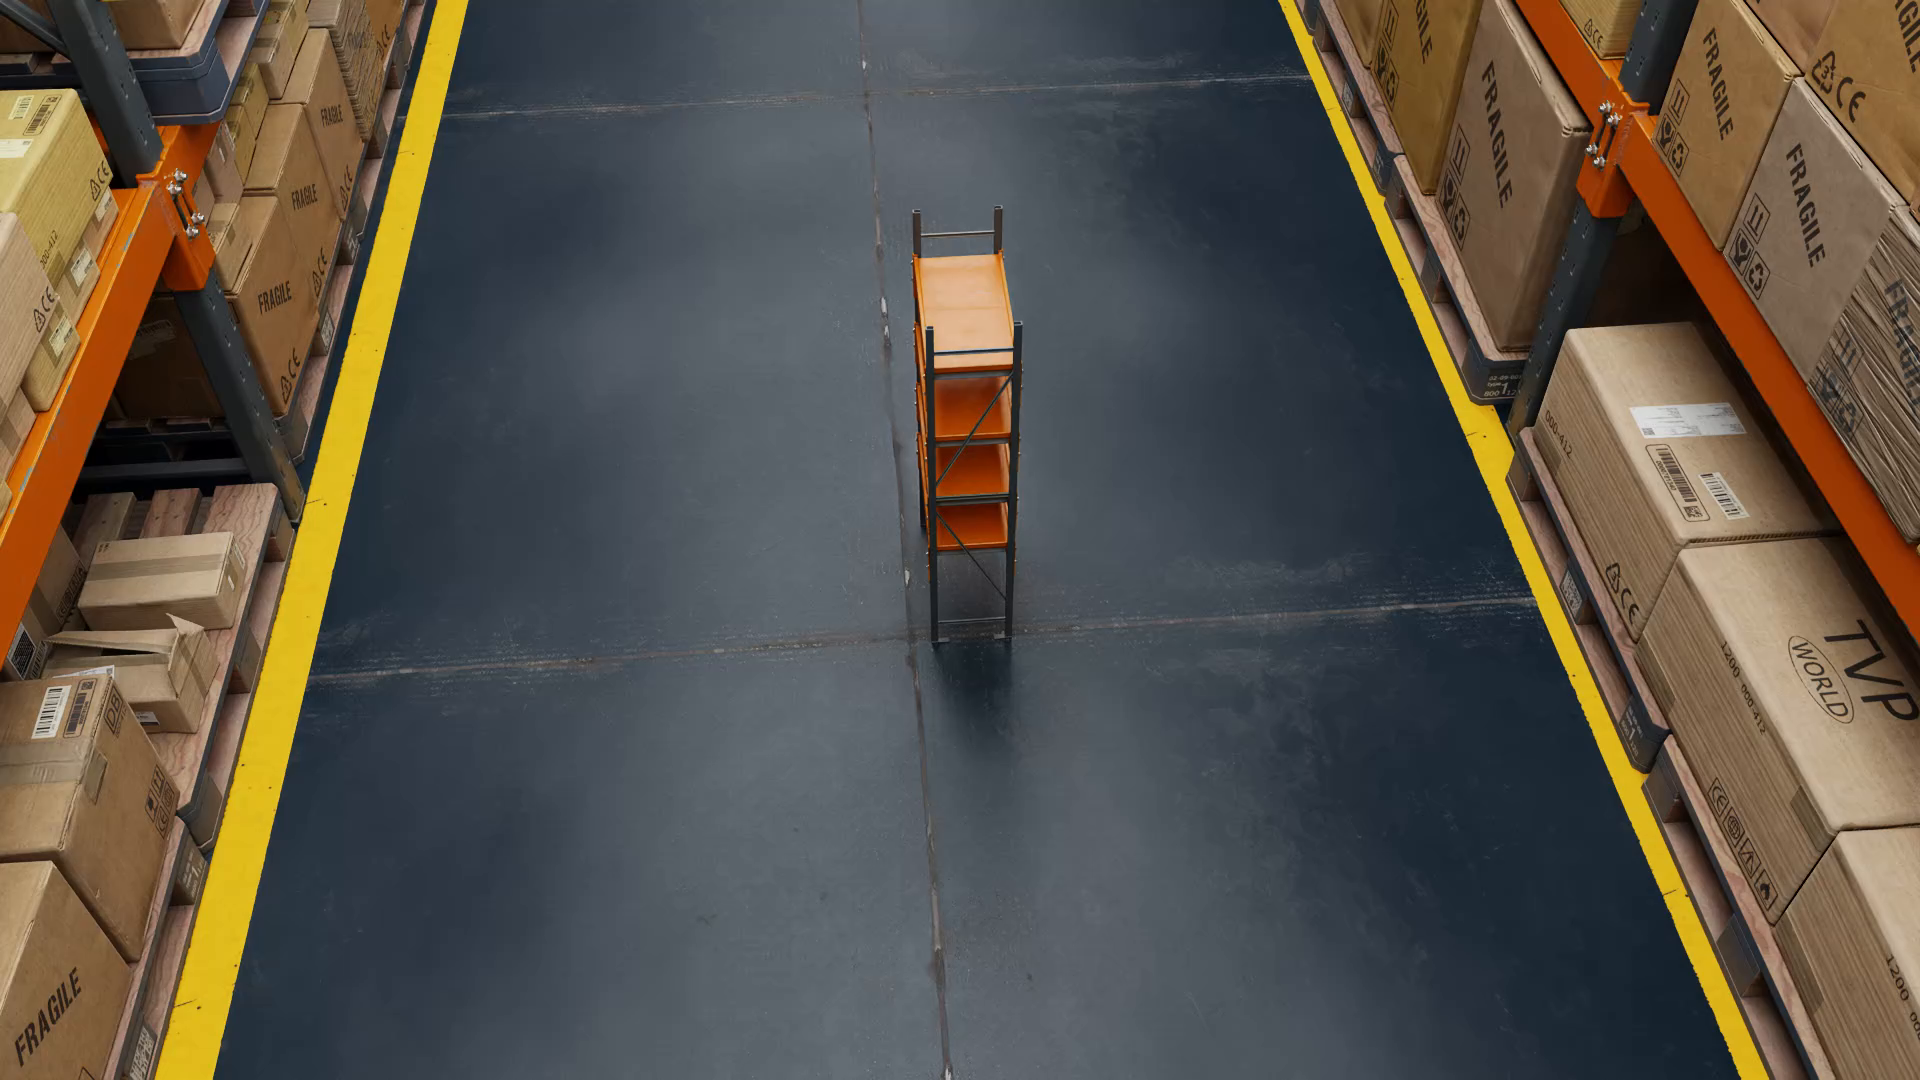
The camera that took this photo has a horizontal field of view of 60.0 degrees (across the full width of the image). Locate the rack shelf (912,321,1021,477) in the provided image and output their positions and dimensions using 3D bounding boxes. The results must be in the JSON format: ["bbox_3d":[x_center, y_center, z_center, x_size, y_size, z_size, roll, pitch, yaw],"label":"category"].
[{"bbox_3d":[0.014,-0.400,4.587,0.258,0.148,0.480,-3,47,-3],"label":"rack shelf"}]

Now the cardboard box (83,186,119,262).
[{"bbox_3d":[-2.327,-0.792,4.107,0.380,0.149,0.250,-3,47,-3],"label":"cardboard box"}]

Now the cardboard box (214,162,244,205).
[{"bbox_3d":[-2.471,-1.073,5.186,0.380,0.149,0.250,-5,47,-4],"label":"cardboard box"}]

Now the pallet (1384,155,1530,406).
[{"bbox_3d":[2.200,-0.993,6.045,1.003,0.211,1.213,-3,47,-3],"label":"pallet"}]

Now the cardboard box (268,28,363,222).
[{"bbox_3d":[-2.514,-1.488,6.026,0.500,0.500,0.500,-5,47,-4],"label":"cardboard box"}]

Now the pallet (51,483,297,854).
[{"bbox_3d":[-2.549,0.362,4.762,1.003,0.211,1.213,-3,47,-3],"label":"pallet"}]

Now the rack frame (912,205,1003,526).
[{"bbox_3d":[-0.007,-0.469,4.868,0.240,1.200,0.015,-3,47,-3],"label":"rack frame"}]

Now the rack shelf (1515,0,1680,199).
[{"bbox_3d":[2.173,-2.598,6.140,1.077,0.370,4.000,-3,47,-3],"label":"rack shelf"}]

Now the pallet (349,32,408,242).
[{"bbox_3d":[-2.817,-1.606,6.626,1.003,0.211,1.213,-3,47,-3],"label":"pallet"}]

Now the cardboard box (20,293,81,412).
[{"bbox_3d":[-2.238,-0.418,3.753,0.380,0.149,0.250,-2,47,-2],"label":"cardboard box"}]

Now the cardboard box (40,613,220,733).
[{"bbox_3d":[-2.237,0.345,4.451,0.396,0.266,0.258,-2,47,-2],"label":"cardboard box"}]

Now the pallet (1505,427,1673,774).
[{"bbox_3d":[2.326,0.116,4.995,1.003,0.211,1.213,-3,47,-3],"label":"pallet"}]

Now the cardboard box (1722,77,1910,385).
[{"bbox_3d":[2.157,-0.713,3.790,0.500,0.500,0.500,-3,47,-3],"label":"cardboard box"}]

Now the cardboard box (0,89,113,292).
[{"bbox_3d":[-2.320,-0.791,3.832,0.500,0.250,0.500,-2,47,-2],"label":"cardboard box"}]

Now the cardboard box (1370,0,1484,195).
[{"bbox_3d":[2.125,-1.909,6.166,0.875,0.875,0.875,-2,47,-2],"label":"cardboard box"}]

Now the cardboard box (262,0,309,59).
[{"bbox_3d":[-2.542,-1.818,5.892,0.380,0.149,0.250,-2,47,-2],"label":"cardboard box"}]

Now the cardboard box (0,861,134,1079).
[{"bbox_3d":[-2.205,1.058,3.615,0.500,0.500,0.500,-3,47,-3],"label":"cardboard box"}]

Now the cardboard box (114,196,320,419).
[{"bbox_3d":[-2.422,-0.742,5.319,0.500,0.500,0.500,-2,47,-2],"label":"cardboard box"}]

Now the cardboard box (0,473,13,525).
[{"bbox_3d":[-2.194,-0.044,3.399,0.380,0.149,0.250,-4,47,-4],"label":"cardboard box"}]

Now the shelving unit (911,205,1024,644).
[{"bbox_3d":[0.014,-0.293,4.701,0.258,1.200,0.503,-3,47,-3],"label":"shelving unit"}]

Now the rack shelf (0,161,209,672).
[{"bbox_3d":[-2.438,0.601,3.111,1.077,0.370,4.000,-3,47,-3],"label":"rack shelf"}]

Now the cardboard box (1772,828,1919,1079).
[{"bbox_3d":[2.435,1.099,3.618,0.875,0.438,0.875,-2,47,-2],"label":"cardboard box"}]

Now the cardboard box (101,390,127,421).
[{"bbox_3d":[-2.942,-0.716,5.294,0.500,0.500,0.500,-4,47,-3],"label":"cardboard box"}]

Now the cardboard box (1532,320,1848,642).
[{"bbox_3d":[2.286,-0.201,4.850,0.875,0.438,0.875,-4,47,-4],"label":"cardboard box"}]

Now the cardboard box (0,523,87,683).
[{"bbox_3d":[-2.786,0.179,4.577,0.500,0.311,0.500,-2,47,-2],"label":"cardboard box"}]

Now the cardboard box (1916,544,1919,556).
[{"bbox_3d":[2.235,0.020,3.096,0.500,0.500,0.500,-2,47,-2],"label":"cardboard box"}]

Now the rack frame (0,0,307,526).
[{"bbox_3d":[-2.606,-1.094,4.220,1.000,3.000,0.127,-3,47,-3],"label":"rack frame"}]

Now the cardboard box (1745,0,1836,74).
[{"bbox_3d":[2.139,-1.417,3.769,0.500,0.500,0.500,-3,47,-3],"label":"cardboard box"}]

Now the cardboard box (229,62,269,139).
[{"bbox_3d":[-2.540,-1.456,5.548,0.380,0.149,0.250,-4,47,-4],"label":"cardboard box"}]

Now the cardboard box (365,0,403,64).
[{"bbox_3d":[-2.613,-2.239,6.737,0.500,0.500,0.500,-2,47,-2],"label":"cardboard box"}]

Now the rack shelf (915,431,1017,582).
[{"bbox_3d":[0.014,-0.110,4.894,0.258,0.148,0.480,-3,47,-3],"label":"rack shelf"}]

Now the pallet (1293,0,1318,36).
[{"bbox_3d":[1.996,-2.758,7.717,1.003,0.211,1.213,-3,47,-3],"label":"pallet"}]

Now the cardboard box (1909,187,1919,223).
[{"bbox_3d":[2.206,-0.680,3.070,0.500,0.500,0.500,-3,47,-3],"label":"cardboard box"}]

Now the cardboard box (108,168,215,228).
[{"bbox_3d":[-2.431,-0.976,4.889,0.380,0.149,0.250,-4,47,-4],"label":"cardboard box"}]
